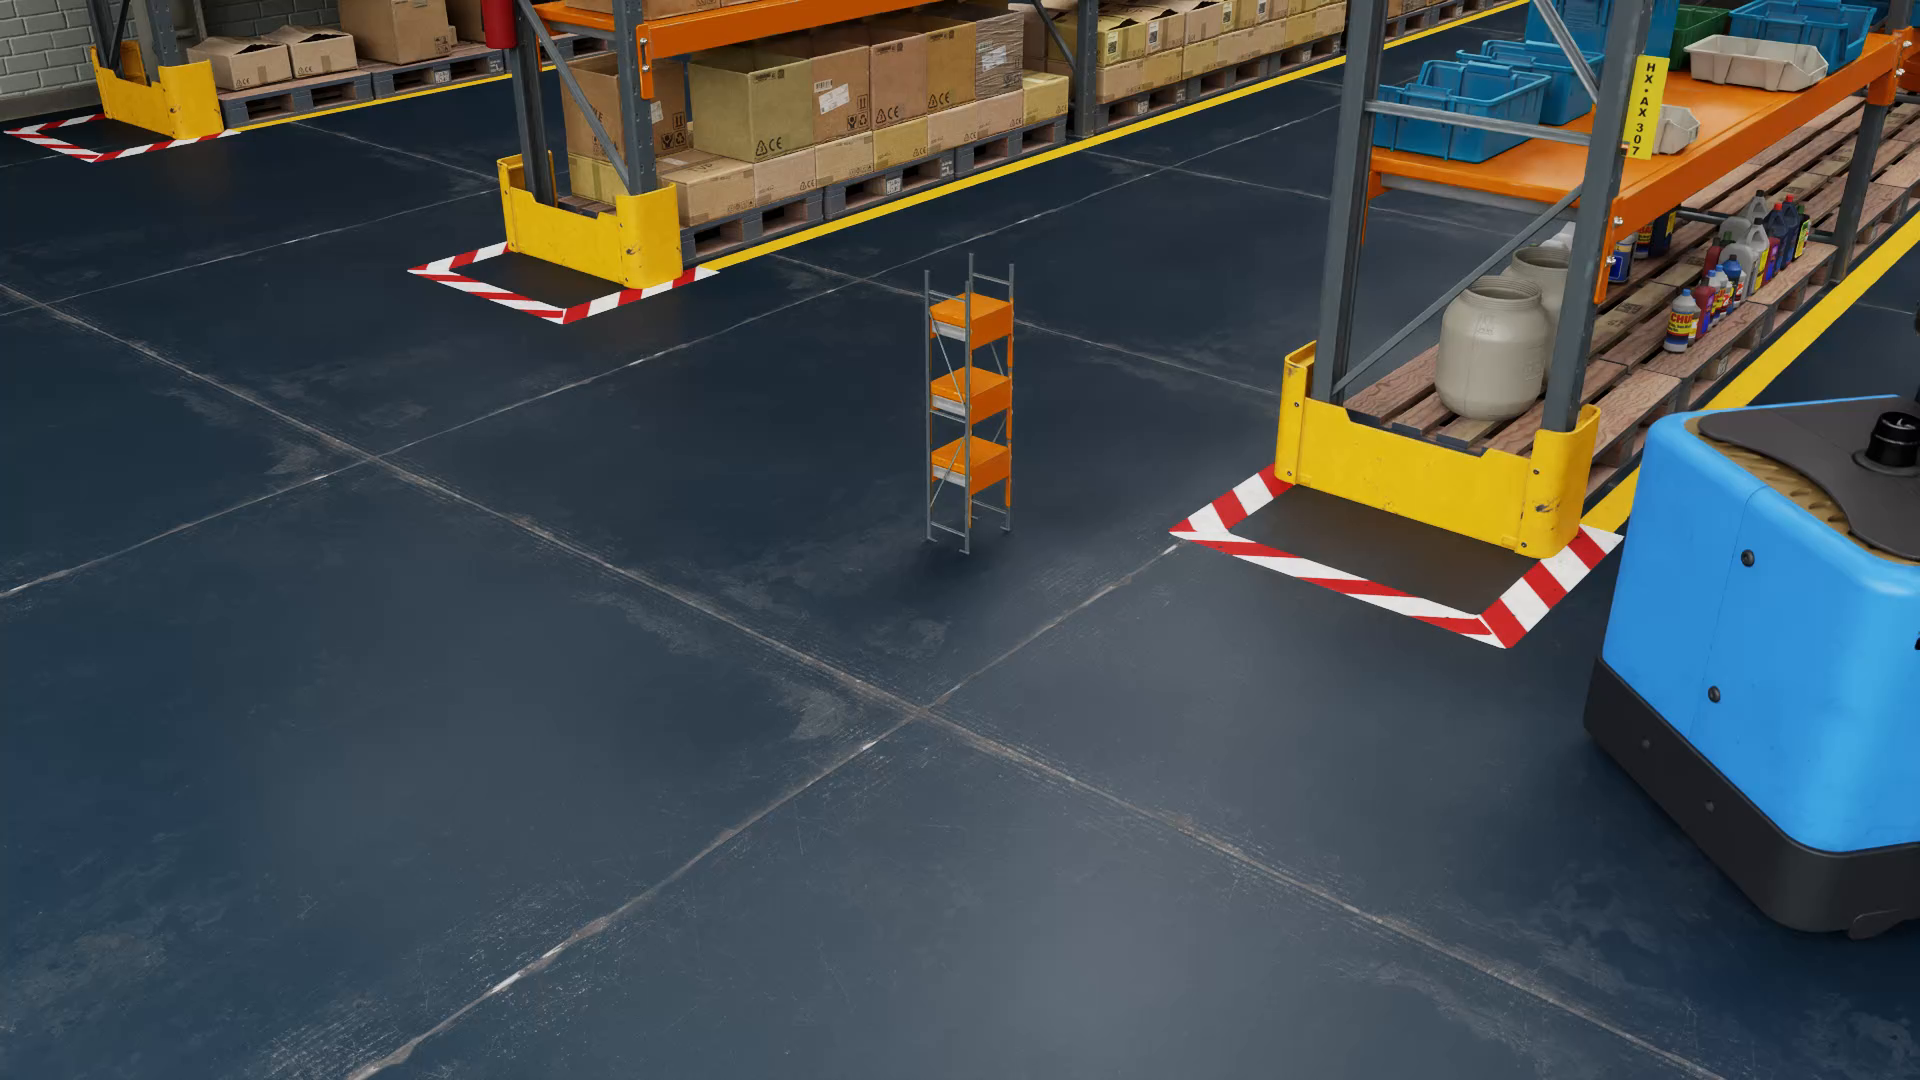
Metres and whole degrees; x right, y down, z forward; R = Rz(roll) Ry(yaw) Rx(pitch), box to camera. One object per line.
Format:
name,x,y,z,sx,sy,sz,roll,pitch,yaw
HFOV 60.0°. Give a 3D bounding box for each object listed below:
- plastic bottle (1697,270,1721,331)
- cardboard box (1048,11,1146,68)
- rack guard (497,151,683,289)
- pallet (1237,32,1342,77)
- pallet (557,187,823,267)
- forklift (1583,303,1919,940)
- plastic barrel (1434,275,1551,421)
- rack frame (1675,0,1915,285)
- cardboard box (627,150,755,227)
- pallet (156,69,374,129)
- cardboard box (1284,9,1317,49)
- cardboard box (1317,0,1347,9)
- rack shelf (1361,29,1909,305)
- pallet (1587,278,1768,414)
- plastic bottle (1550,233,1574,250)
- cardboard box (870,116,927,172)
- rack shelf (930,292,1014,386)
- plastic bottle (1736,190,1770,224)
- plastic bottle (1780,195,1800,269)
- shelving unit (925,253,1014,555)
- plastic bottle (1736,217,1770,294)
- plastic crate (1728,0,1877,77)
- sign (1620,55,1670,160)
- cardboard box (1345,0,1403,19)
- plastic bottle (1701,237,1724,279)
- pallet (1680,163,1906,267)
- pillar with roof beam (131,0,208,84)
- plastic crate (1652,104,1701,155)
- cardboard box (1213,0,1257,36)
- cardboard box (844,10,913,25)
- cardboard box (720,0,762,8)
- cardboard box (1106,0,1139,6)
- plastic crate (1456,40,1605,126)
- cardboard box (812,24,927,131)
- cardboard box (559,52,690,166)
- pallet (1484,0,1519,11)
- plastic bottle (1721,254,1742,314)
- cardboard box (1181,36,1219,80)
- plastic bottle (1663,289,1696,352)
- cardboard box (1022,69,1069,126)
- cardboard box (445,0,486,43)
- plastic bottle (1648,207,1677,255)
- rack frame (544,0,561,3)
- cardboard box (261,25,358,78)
plastic bottle,3.410,-1.098,7.599,0.097,0.271,0.097,0,27,0
cardboard box,0.978,-3.597,11.863,0.500,0.311,0.500,21,34,35
rack guard,-2.036,-1.772,9.131,1.175,0.500,0.348,21,34,34
pallet,2.514,-4.208,14.154,1.003,0.211,1.213,21,34,34
pallet,-1.567,-1.935,9.761,1.003,0.211,1.213,21,34,34
forklift,3.449,-0.618,4.255,3.031,2.935,1.130,-5,28,-10
plastic barrel,2.158,-0.779,6.741,0.421,0.512,0.421,0,27,0
rack frame,4.343,-2.860,8.513,1.000,3.000,0.127,21,34,34
cardboard box,-1.508,-1.981,9.350,0.500,0.250,0.500,21,34,34
pallet,-5.254,-3.403,12.598,1.003,0.211,1.213,21,34,34
cardboard box,2.596,-4.250,13.737,0.500,0.250,0.500,20,34,34
cardboard box,2.924,-4.683,13.964,0.500,0.311,0.500,22,34,36
rack shelf,3.071,-1.831,7.308,1.077,0.370,4.000,21,34,34
pallet,3.108,-0.961,7.877,1.003,0.211,1.213,21,34,34
plastic bottle,2.898,-1.337,8.055,0.152,0.276,0.135,20,33,33
cardboard box,-0.553,-2.512,10.377,0.500,0.250,0.500,21,34,34
rack shelf,0.034,-0.728,5.920,0.215,0.259,0.240,21,34,34
plastic bottle,4.044,-1.608,8.498,0.144,0.351,0.185,21,34,34
plastic bottle,4.156,-1.566,8.417,0.144,0.351,0.185,20,33,33
shelving unit,0.034,-0.485,6.045,0.215,1.050,0.252,21,34,34
plastic bottle,3.828,-1.383,8.064,0.144,0.351,0.185,21,34,34
plastic crate,3.848,-2.322,7.635,0.499,0.251,0.616,21,34,34
sign,2.220,-1.402,5.394,0.100,0.325,0.005,21,34,34
cardboard box,3.577,-4.890,14.679,0.500,0.500,0.500,22,35,36
plastic bottle,3.639,-1.328,8.030,0.061,0.283,0.133,21,34,34
pallet,4.812,-1.911,9.714,1.003,0.211,1.213,21,34,34
pillar with roof beam,-2.746,-6.244,8.527,9.100,9.000,0.400,21,34,34
plastic crate,2.616,-1.548,6.264,0.298,0.136,0.250,21,34,34
cardboard box,1.955,-4.142,12.917,0.500,0.311,0.500,22,34,36
cardboard box,-0.649,-3.179,10.851,0.500,0.500,0.500,21,34,34
cardboard box,-1.384,-3.284,9.225,0.700,0.500,0.500,22,34,36
cardboard box,1.205,-4.113,12.861,0.500,0.311,0.500,21,34,34
plastic crate,2.304,-1.869,6.760,0.499,0.251,0.408,21,34,34
cardboard box,-0.552,-2.845,10.204,0.500,0.500,0.500,21,34,34
cardboard box,-1.910,-2.466,9.471,0.500,0.500,0.500,21,34,34
pallet,5.123,-5.607,16.859,1.003,0.211,1.213,21,34,34
plastic bottle,3.603,-1.206,7.806,0.097,0.271,0.097,0,27,0
cardboard box,1.624,-3.710,12.692,0.500,0.250,0.500,20,33,33
plastic bottle,3.192,-0.977,7.364,0.097,0.271,0.097,0,27,0
cardboard box,0.397,-3.046,11.408,0.500,0.250,0.500,21,34,34
cardboard box,-3.931,-4.461,13.850,0.500,0.500,0.500,18,32,31
plastic bottle,3.621,-1.671,8.621,0.144,0.351,0.185,21,34,34
rack frame,-3.302,-5.755,14.110,1.000,3.000,0.127,21,34,34
cardboard box,-4.974,-3.759,12.700,0.500,0.311,0.500,24,36,38
